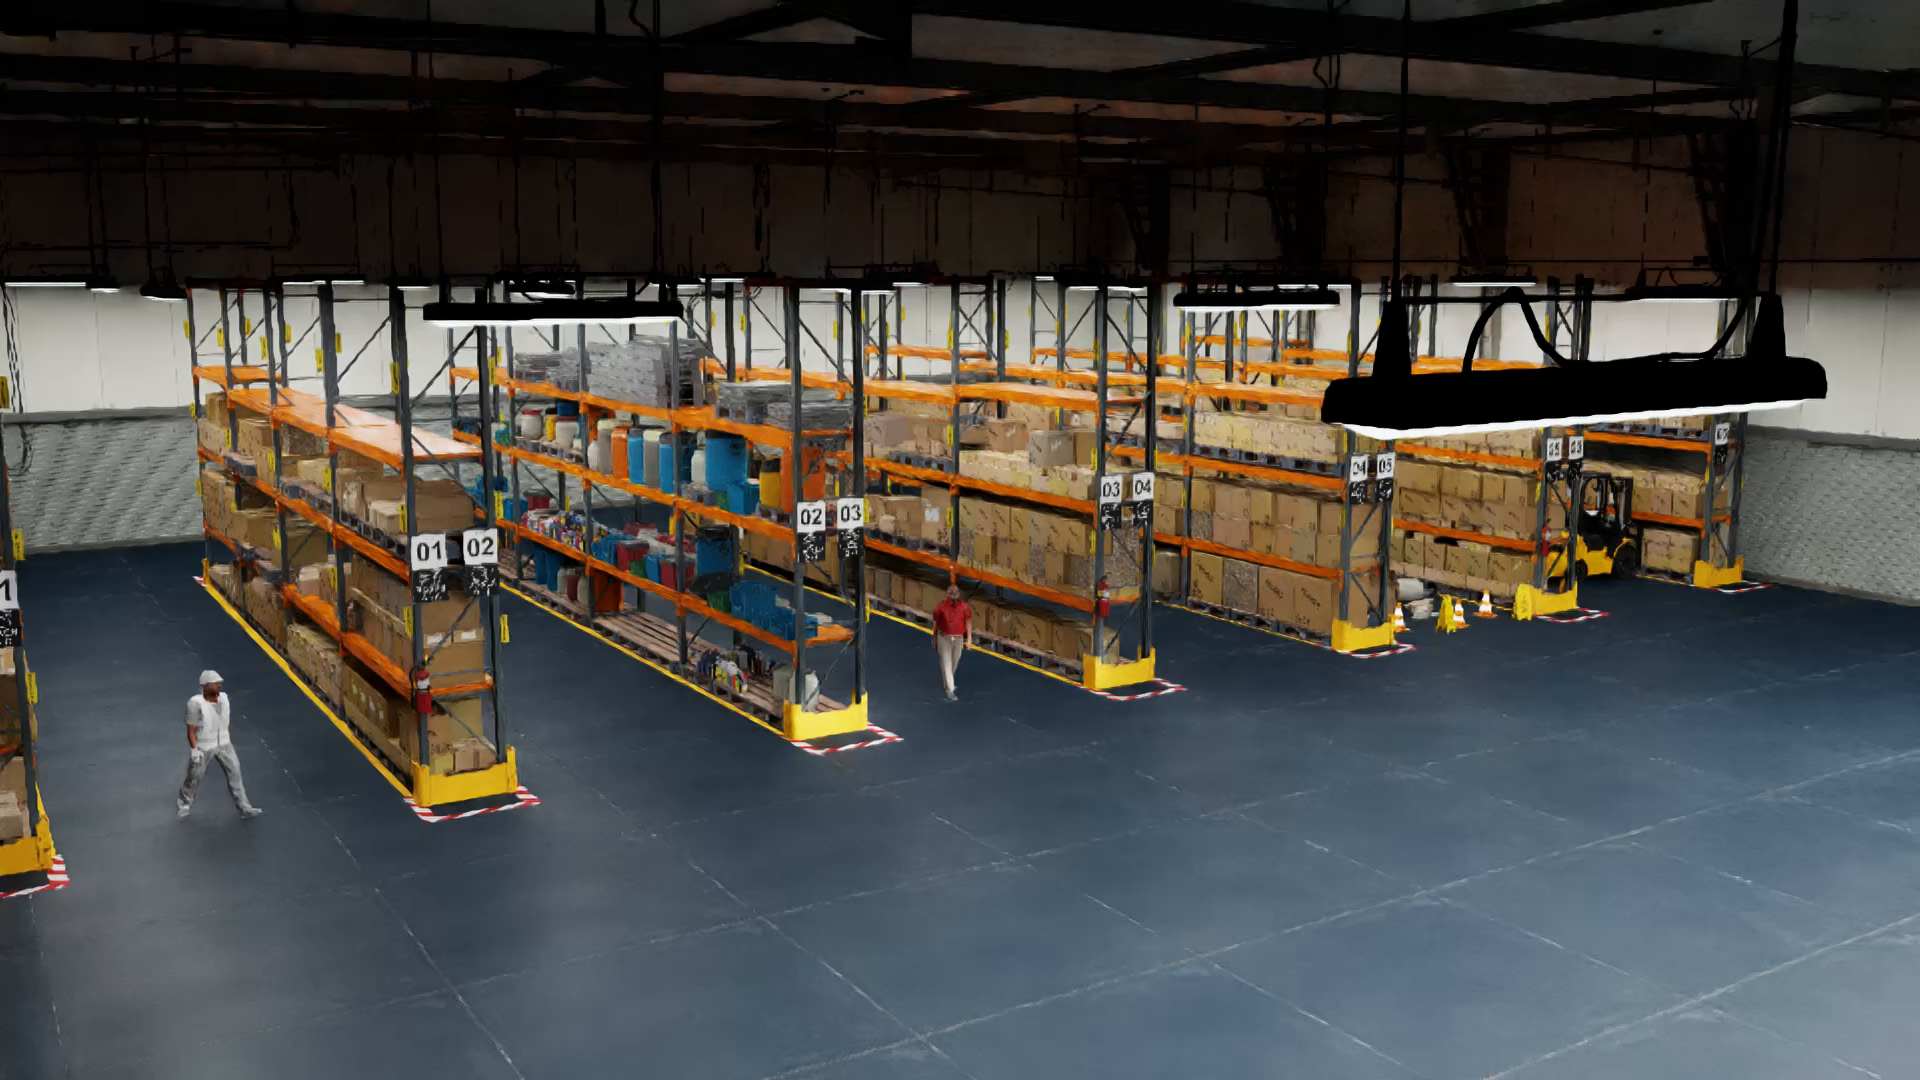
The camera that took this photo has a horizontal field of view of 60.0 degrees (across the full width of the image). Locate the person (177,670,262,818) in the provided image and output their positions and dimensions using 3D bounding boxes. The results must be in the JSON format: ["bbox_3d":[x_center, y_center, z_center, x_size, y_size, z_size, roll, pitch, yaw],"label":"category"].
[{"bbox_3d":[-8.511,2.331,18.905,0.946,1.756,0.594,6,11,31],"label":"person"}]

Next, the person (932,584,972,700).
[{"bbox_3d":[-0.097,1.453,24.280,0.534,1.657,1.033,-4,10,-23],"label":"person"}]

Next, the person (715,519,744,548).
[{"bbox_3d":[-4.557,-0.037,33.008,0.588,1.700,1.193,-6,11,-34],"label":"person"}]
